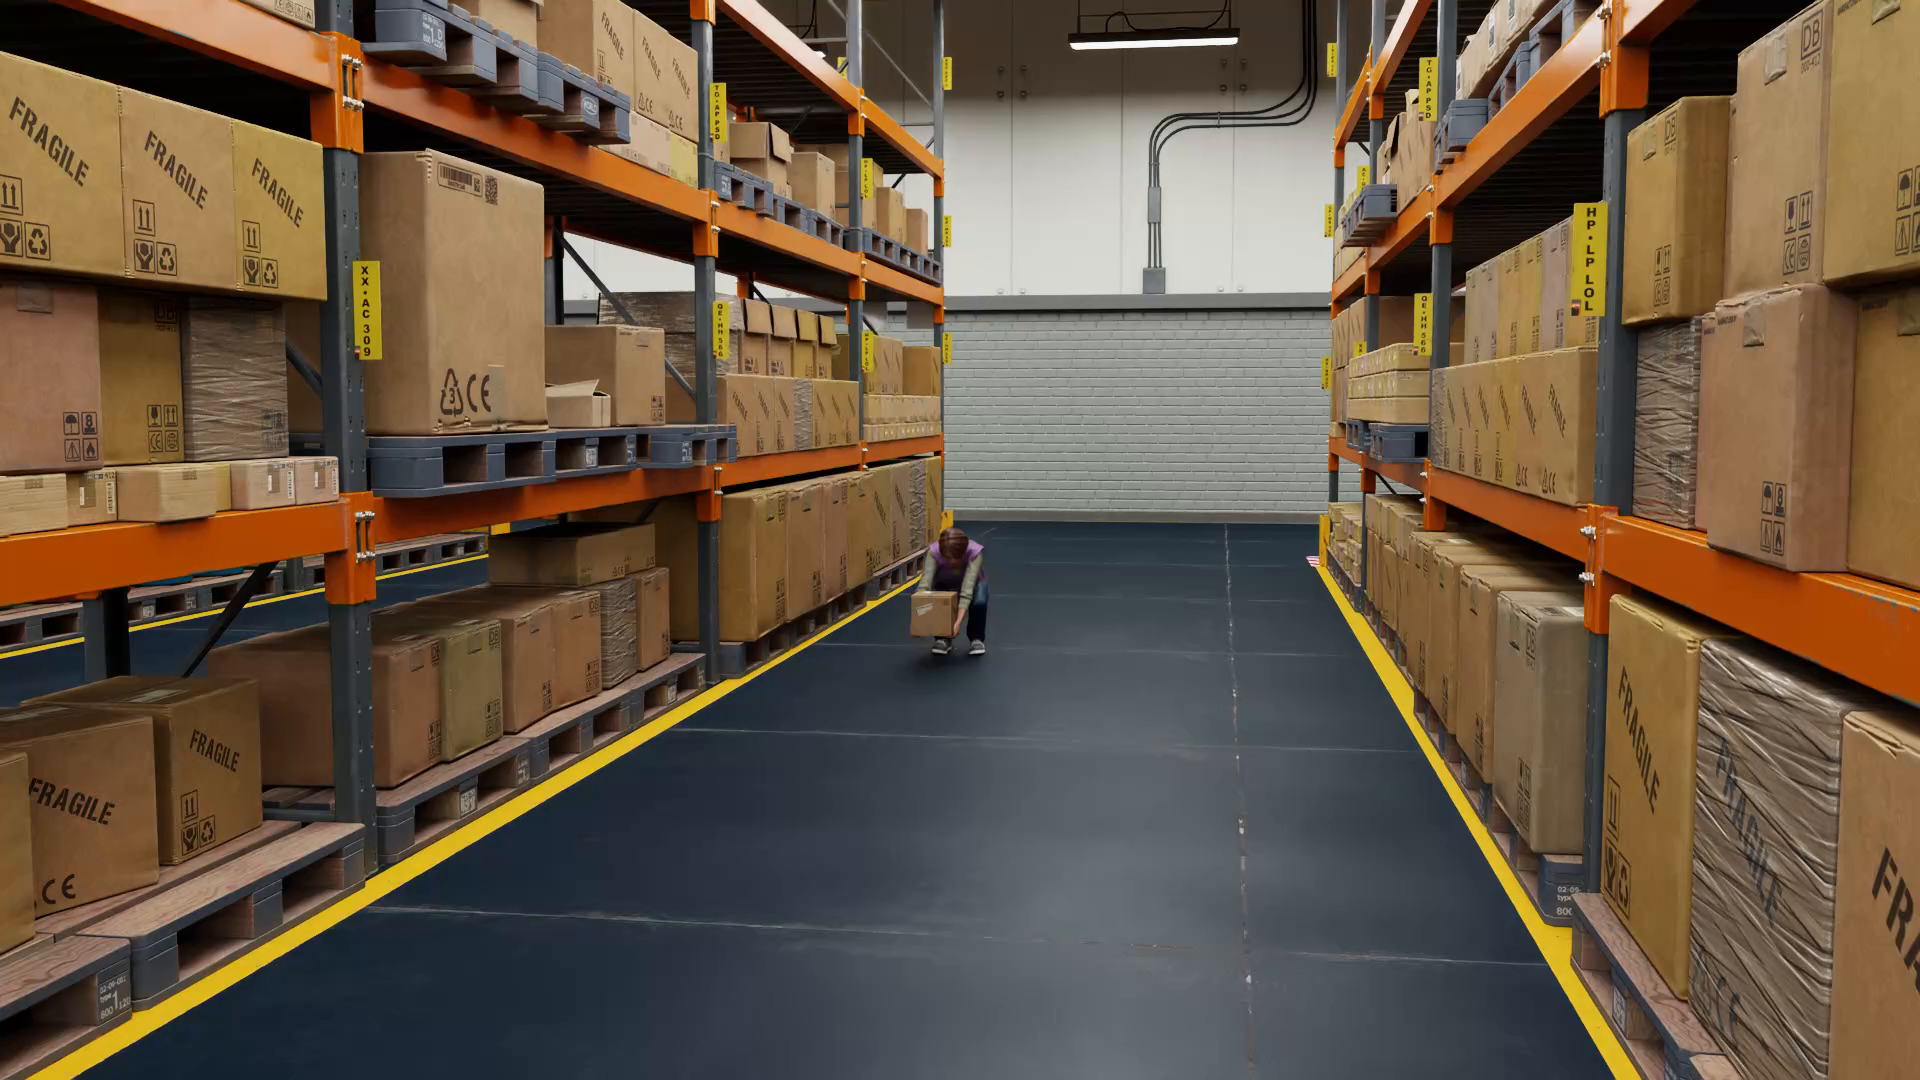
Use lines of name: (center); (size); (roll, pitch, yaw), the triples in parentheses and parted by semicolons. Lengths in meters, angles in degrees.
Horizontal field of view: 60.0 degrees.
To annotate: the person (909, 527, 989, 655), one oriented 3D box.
person: (-0.037, 0.332, 10.683); (0.437, 0.852, 0.911); (1, 5, 9)
